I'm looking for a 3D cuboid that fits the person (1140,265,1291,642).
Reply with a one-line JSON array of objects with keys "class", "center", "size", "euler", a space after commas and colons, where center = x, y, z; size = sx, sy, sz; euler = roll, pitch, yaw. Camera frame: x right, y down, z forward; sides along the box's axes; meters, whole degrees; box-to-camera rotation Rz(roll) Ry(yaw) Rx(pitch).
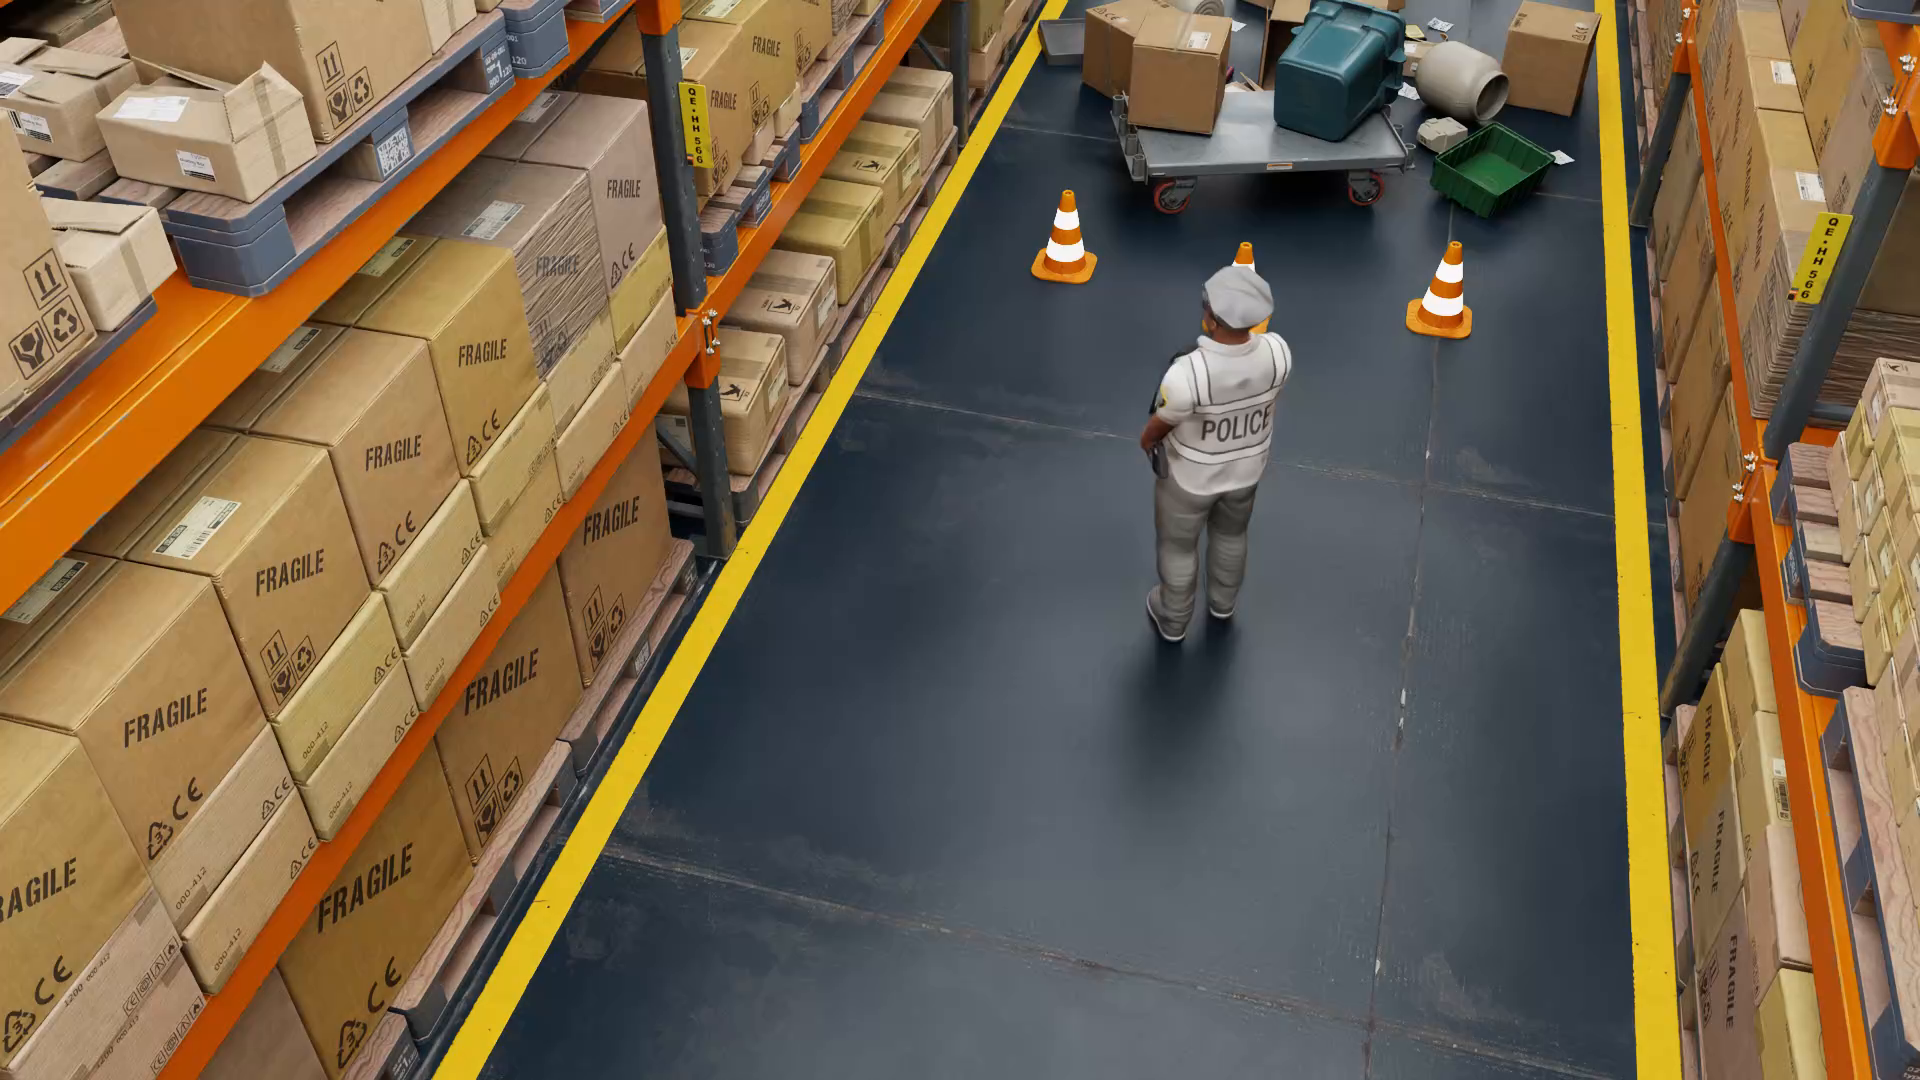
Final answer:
[{"class": "person", "center": [0.976, -0.339, 6.513], "size": [0.587, 1.790, 0.508], "euler": [-15, 43, -17]}]
